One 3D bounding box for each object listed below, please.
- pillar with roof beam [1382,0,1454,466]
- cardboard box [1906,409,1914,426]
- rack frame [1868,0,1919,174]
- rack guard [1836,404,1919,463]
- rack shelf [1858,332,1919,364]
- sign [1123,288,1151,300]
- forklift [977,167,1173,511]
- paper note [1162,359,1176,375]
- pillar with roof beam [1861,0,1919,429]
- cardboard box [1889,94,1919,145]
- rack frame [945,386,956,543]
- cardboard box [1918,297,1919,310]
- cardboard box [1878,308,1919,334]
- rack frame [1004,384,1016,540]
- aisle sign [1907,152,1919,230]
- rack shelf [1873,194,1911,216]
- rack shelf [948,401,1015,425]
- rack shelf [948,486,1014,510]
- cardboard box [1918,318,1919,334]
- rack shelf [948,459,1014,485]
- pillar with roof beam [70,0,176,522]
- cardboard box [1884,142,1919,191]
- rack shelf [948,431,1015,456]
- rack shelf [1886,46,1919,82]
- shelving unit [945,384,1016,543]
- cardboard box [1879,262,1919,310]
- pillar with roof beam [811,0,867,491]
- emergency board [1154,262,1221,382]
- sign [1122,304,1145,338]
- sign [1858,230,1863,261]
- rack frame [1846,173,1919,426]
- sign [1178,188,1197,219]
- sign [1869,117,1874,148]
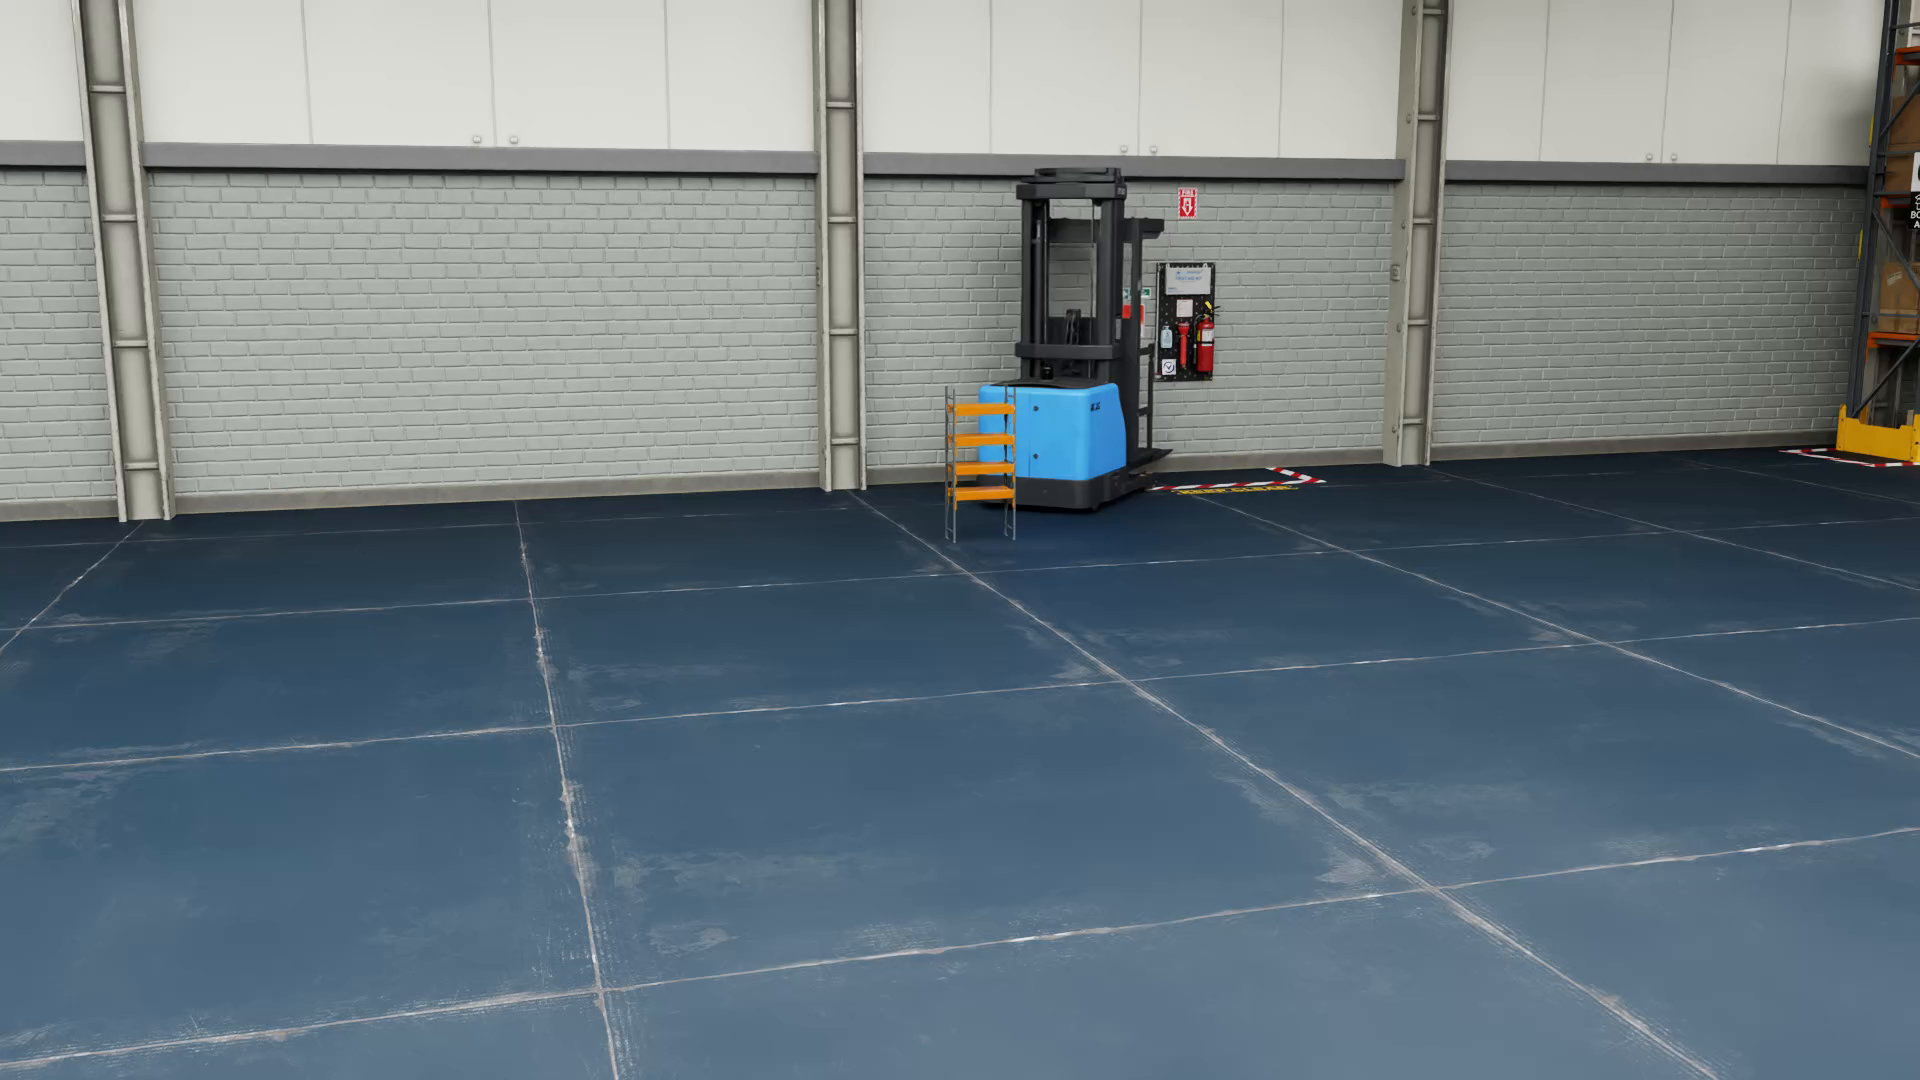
[{"bbox_3d":[5.857,-4.473,12.488,0.400,9.000,9.100,-3,11,-16],"label":"pillar with roof beam"},{"bbox_3d":[10.674,-1.302,18.045,0.500,0.311,0.500,-4,11,-22],"label":"cardboard box"},{"bbox_3d":[9.984,-5.339,17.193,0.127,3.000,1.000,-3,11,-16],"label":"rack frame"},{"bbox_3d":[10.057,-1.163,17.984,0.348,0.500,1.175,-3,11,-16],"label":"rack guard"},{"bbox_3d":[11.905,-2.136,18.351,4.000,0.370,1.077,-3,11,-16],"label":"rack shelf"},{"bbox_3d":[1.717,-2.419,16.340,0.331,0.109,0.001,-3,11,-16],"label":"sign"},{"bbox_3d":[1.216,-1.918,15.367,1.130,2.935,3.031,5,11,24],"label":"forklift"},{"bbox_3d":[2.081,-1.722,16.549,0.142,0.148,0.016,-3,11,-16],"label":"paper note"},{"bbox_3d":[11.618,-4.776,14.137,0.400,9.000,9.100,-3,11,-16],"label":"pillar with roof beam"},{"bbox_3d":[10.325,-4.482,17.729,0.500,0.500,0.500,-3,11,-13],"label":"cardboard box"},{"bbox_3d":[-0.075,-0.586,12.916,0.015,1.200,0.240,-3,11,-16],"label":"rack frame"},{"bbox_3d":[10.527,-2.665,17.528,0.500,0.500,0.500,-3,11,-16],"label":"cardboard box"},{"bbox_3d":[10.379,-2.382,18.060,0.500,0.250,0.500,-3,11,-15],"label":"cardboard box"},{"bbox_3d":[0.393,-0.611,13.050,0.015,1.200,0.240,-3,11,-16],"label":"rack frame"},{"bbox_3d":[9.999,-3.611,17.198,0.004,0.787,0.394,-3,11,-16],"label":"aisle sign"},{"bbox_3d":[11.905,-3.611,18.080,4.000,0.370,1.077,-3,11,-16],"label":"rack shelf"},{"bbox_3d":[0.159,-0.985,12.912,0.480,0.148,0.258,-3,11,-16],"label":"rack shelf"},{"bbox_3d":[0.159,-0.337,13.031,0.480,0.148,0.258,-3,11,-16],"label":"rack shelf"},{"bbox_3d":[10.542,-2.294,17.583,0.500,0.250,0.500,-3,11,-18],"label":"cardboard box"},{"bbox_3d":[0.159,-0.532,12.996,0.480,0.148,0.258,-3,11,-16],"label":"rack shelf"},{"bbox_3d":[-5.665,-3.866,9.189,0.400,9.000,9.100,-3,11,-16],"label":"pillar with roof beam"},{"bbox_3d":[10.314,-3.988,17.808,0.500,0.500,0.500,-2,11,-12],"label":"cardboard box"},{"bbox_3d":[0.159,-0.752,12.955,0.480,0.148,0.258,-3,11,-16],"label":"rack shelf"},{"bbox_3d":[11.905,-5.085,17.808,4.000,0.370,1.077,-3,11,-16],"label":"rack shelf"},{"bbox_3d":[0.159,-0.598,12.983,0.503,1.200,0.258,-3,11,-16],"label":"shelving unit"},{"bbox_3d":[10.377,-2.754,18.011,0.500,0.500,0.500,-3,11,-17],"label":"cardboard box"},{"bbox_3d":[0.096,-4.169,10.839,0.400,9.000,9.100,-3,11,-16],"label":"pillar with roof beam"},{"bbox_3d":[2.270,-2.152,16.453,0.643,1.169,0.194,-3,11,-16],"label":"emergency board"},{"bbox_3d":[1.711,-2.160,16.395,0.234,0.329,0.001,-3,11,-16],"label":"sign"},{"bbox_3d":[9.848,-3.211,18.133,0.005,0.325,0.100,-3,11,-16],"label":"sign"},{"bbox_3d":[9.984,-2.389,17.736,0.127,3.000,1.000,-3,11,-16],"label":"rack frame"},{"bbox_3d":[2.235,-3.309,16.335,0.199,0.298,0.001,-3,11,-16],"label":"sign"},{"bbox_3d":[9.848,-4.397,17.914,0.005,0.325,0.100,-3,11,-16],"label":"sign"}]
